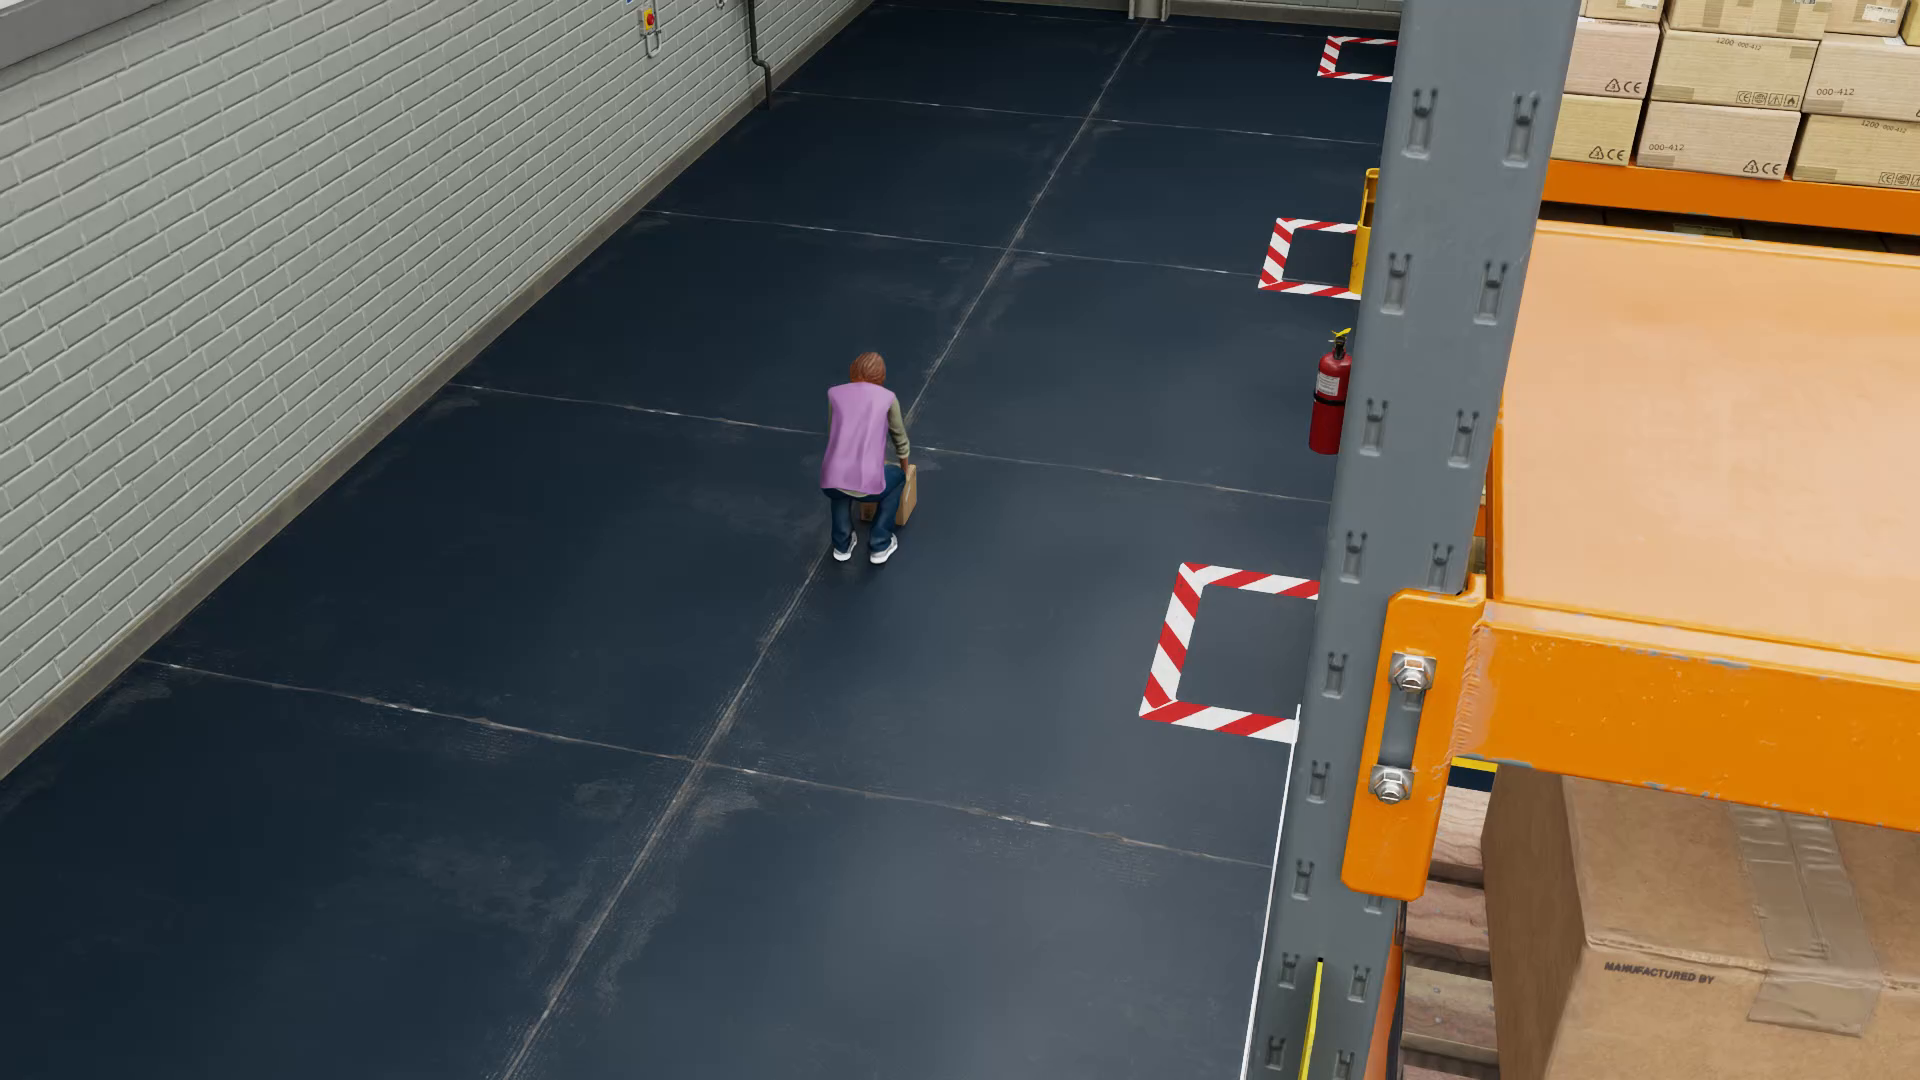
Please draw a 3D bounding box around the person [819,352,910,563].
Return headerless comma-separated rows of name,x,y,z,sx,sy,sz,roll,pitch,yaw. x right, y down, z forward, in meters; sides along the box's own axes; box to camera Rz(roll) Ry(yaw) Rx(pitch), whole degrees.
person,-0.527,-0.393,8.788,0.454,1.008,0.768,8,34,12
